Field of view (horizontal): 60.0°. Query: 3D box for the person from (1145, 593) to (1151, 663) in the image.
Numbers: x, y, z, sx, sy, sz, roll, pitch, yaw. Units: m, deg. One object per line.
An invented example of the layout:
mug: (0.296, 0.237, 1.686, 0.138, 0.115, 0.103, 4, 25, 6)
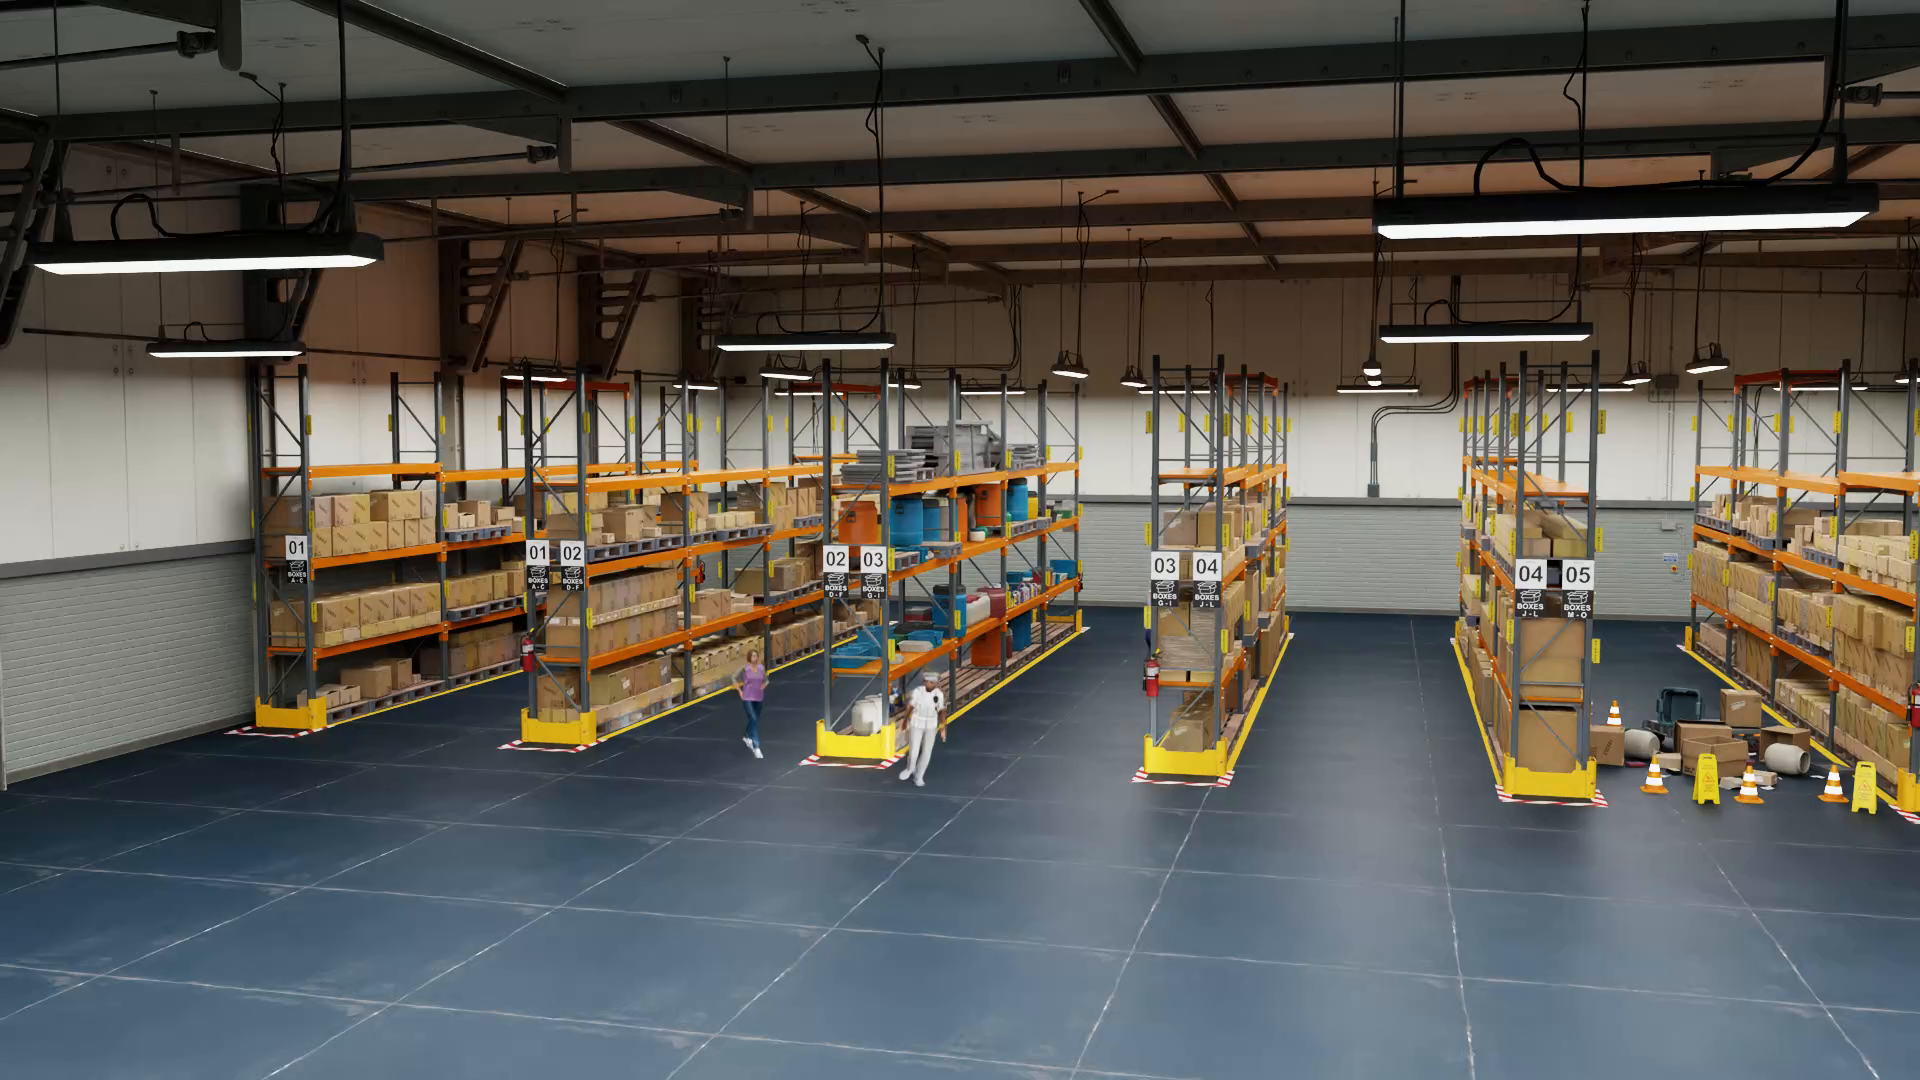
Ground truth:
person: (3.966, 1.677, 33.494, 0.583, 1.635, 0.764, 1, 4, 20)

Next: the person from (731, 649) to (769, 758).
person: (-3.179, 2.460, 25.316, 0.554, 1.627, 0.740, -2, 5, -30)

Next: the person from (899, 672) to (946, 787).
person: (-0.521, 2.620, 23.034, 0.609, 1.643, 0.557, -1, 4, -15)
